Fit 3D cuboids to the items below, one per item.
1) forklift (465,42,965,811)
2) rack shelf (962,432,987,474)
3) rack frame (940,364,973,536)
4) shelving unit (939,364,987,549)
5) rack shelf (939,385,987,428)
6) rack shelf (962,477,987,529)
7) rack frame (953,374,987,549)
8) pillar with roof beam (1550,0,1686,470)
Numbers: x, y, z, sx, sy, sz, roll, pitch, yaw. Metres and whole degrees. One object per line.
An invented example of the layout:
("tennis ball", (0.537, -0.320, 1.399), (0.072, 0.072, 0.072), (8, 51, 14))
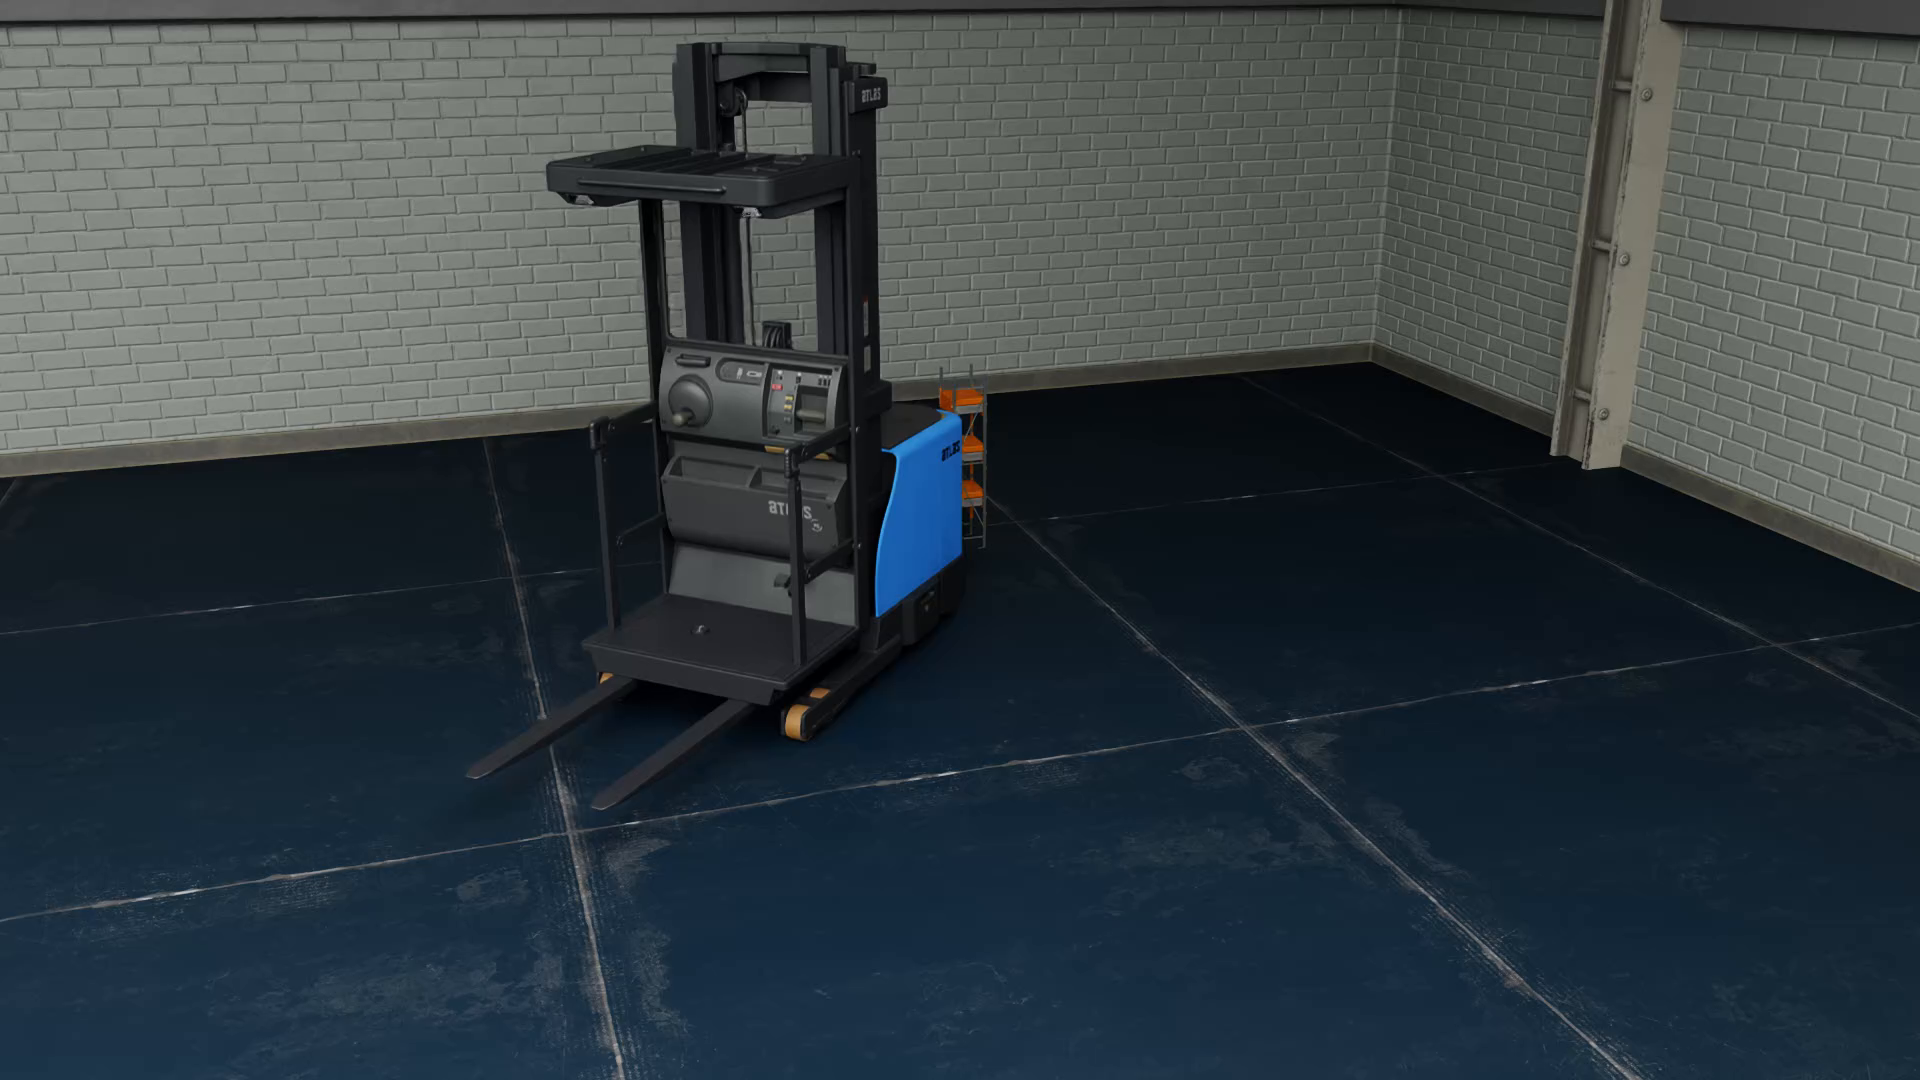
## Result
("forklift", (-1.045, -0.647, 7.382), (1.130, 2.935, 3.031), (9, 22, 23))
("rack shelf", (0.017, -0.467, 9.695), (0.215, 0.259, 0.240), (-6, 21, -17))
("rack frame", (-0.022, -0.516, 9.800), (0.200, 1.050, 0.008), (-6, 21, -17))
("shelving unit", (0.017, -0.477, 9.691), (0.215, 1.050, 0.252), (-6, 21, -17))
("rack shelf", (0.017, -0.734, 9.599), (0.215, 0.259, 0.240), (-6, 21, -17))
("rack shelf", (0.017, -0.205, 9.789), (0.215, 0.259, 0.240), (-6, 21, -17))
("rack frame", (0.055, -0.438, 9.582), (0.200, 1.050, 0.008), (-6, 21, -17))
("pillar with roof beam", (0.227, -4.332, 8.664), (9.100, 9.000, 0.400), (-6, 21, -17))
